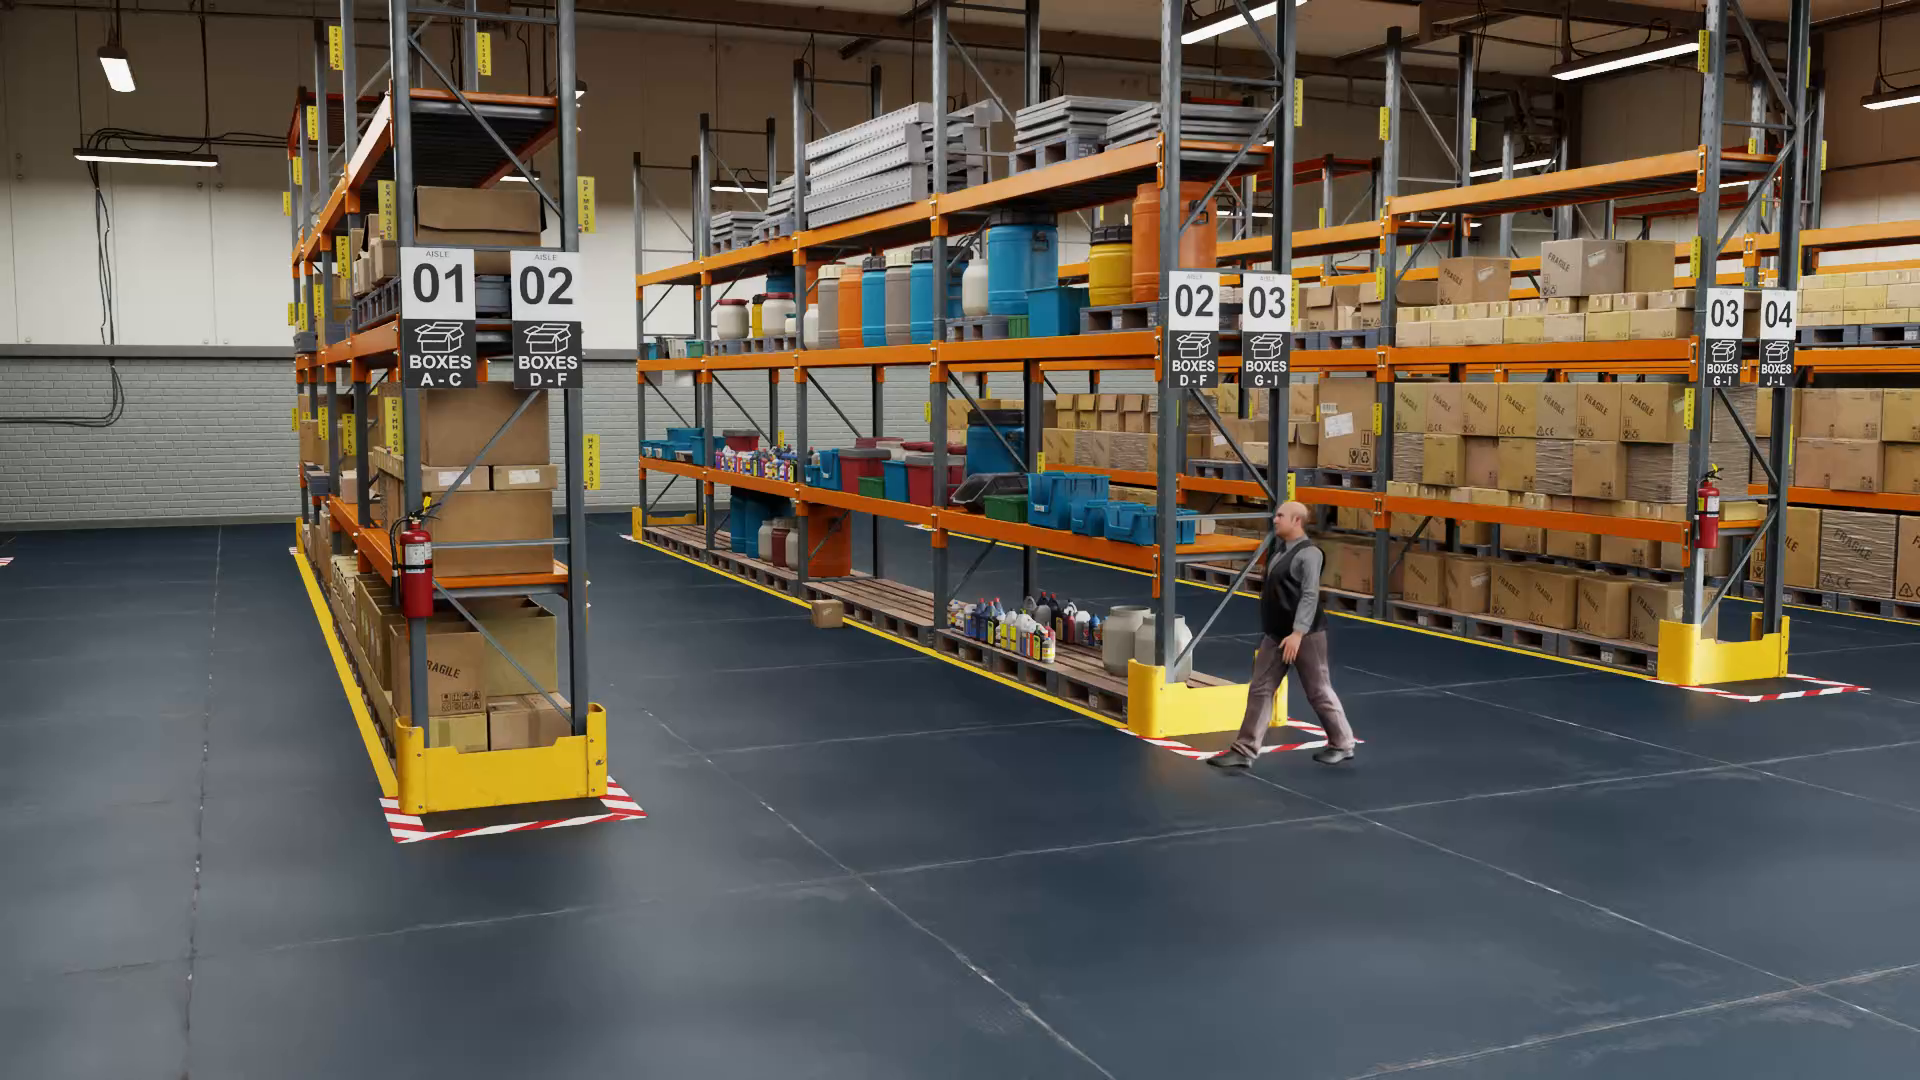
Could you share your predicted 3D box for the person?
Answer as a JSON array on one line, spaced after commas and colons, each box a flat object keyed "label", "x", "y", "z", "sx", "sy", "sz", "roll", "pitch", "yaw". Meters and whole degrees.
[{"label": "person", "x": 2.030, "y": 0.597, "z": 10.410, "sx": 0.995, "sy": 1.669, "sz": 0.581, "roll": -2, "pitch": 6, "yaw": -20}]
